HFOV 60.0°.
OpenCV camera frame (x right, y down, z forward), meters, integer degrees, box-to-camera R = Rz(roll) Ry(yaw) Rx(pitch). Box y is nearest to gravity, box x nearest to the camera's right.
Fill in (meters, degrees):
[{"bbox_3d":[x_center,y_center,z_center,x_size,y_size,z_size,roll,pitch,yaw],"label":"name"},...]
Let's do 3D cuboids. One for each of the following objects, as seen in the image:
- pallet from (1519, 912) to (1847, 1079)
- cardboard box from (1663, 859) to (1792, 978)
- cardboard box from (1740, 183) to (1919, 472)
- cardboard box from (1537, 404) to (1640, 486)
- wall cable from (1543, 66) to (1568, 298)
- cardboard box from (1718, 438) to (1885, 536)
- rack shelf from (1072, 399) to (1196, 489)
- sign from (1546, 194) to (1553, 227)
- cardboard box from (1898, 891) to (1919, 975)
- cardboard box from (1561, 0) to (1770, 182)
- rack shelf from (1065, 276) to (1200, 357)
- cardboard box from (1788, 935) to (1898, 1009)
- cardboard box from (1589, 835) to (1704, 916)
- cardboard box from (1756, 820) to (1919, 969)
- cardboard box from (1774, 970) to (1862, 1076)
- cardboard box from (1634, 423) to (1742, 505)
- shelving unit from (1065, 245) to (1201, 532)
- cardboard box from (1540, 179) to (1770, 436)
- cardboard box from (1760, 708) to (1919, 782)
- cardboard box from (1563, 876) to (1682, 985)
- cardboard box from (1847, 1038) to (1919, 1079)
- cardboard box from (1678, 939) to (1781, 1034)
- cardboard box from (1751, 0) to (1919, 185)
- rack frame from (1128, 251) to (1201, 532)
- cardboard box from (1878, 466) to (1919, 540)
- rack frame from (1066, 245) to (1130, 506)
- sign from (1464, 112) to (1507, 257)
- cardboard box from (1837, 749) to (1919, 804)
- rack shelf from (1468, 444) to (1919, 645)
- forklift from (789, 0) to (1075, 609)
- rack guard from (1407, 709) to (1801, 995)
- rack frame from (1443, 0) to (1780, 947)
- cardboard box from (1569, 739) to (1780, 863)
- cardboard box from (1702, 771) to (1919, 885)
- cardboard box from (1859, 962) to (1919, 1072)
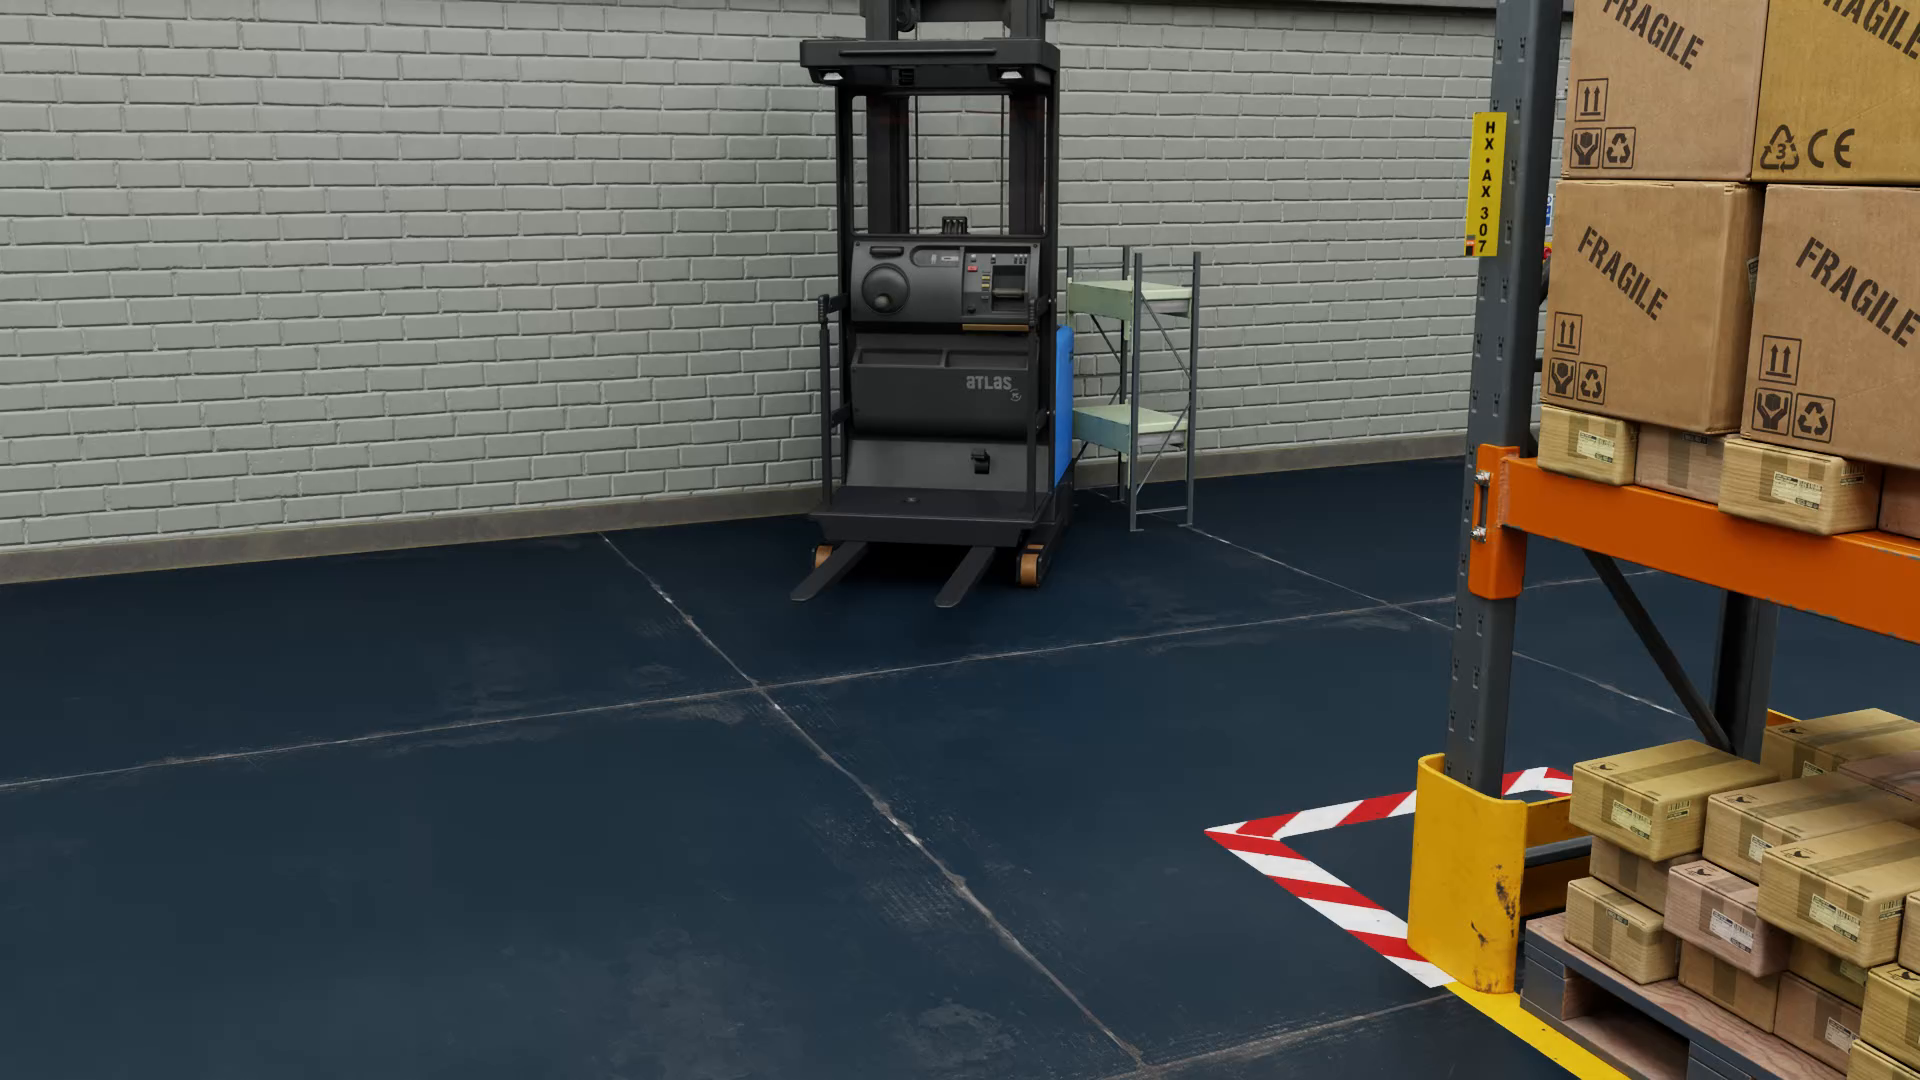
[{"bbox_3d":[2.039,1.096,3.665,1.003,0.211,1.213,-6,14,-23],"label":"pallet"},{"bbox_3d":[1.748,0.784,3.564,0.380,0.149,0.250,-6,14,-23],"label":"cardboard box"},{"bbox_3d":[1.880,-0.417,3.136,0.500,0.500,0.500,-6,14,-23],"label":"cardboard box"},{"bbox_3d":[1.545,-0.230,3.769,0.380,0.149,0.250,-6,14,-23],"label":"cardboard box"},{"bbox_3d":[3.930,-2.590,11.086,0.585,1.953,0.123,-6,14,-23],"label":"wall cable"},{"bbox_3d":[1.744,-0.121,3.297,0.380,0.149,0.250,-6,14,-25],"label":"cardboard box"},{"bbox_3d":[0.945,-0.551,9.368,0.431,0.370,0.720,-6,14,-25],"label":"rack shelf"},{"bbox_3d":[3.862,-2.220,11.209,0.327,0.218,0.001,-6,14,-23],"label":"sign"},{"bbox_3d":[1.993,0.738,3.101,0.380,0.149,0.250,-6,14,-26],"label":"cardboard box"},{"bbox_3d":[1.652,-1.013,3.496,0.500,0.500,0.500,-6,14,-23],"label":"cardboard box"},{"bbox_3d":[0.945,-1.248,9.207,0.431,0.370,0.720,-6,14,-25],"label":"rack shelf"},{"bbox_3d":[1.927,0.826,3.380,0.380,0.149,0.250,-5,14,-22],"label":"cardboard box"},{"bbox_3d":[1.690,0.722,3.830,0.380,0.149,0.250,-5,14,-21],"label":"cardboard box"},{"bbox_3d":[1.818,0.694,3.290,0.380,0.149,0.250,-6,14,-23],"label":"cardboard box"},{"bbox_3d":[1.918,0.970,3.418,0.380,0.149,0.250,-5,14,-22],"label":"cardboard box"},{"bbox_3d":[1.685,-0.181,3.558,0.380,0.149,0.250,-5,14,-21],"label":"cardboard box"},{"bbox_3d":[0.945,-0.868,9.295,0.431,1.500,0.755,-6,14,-25],"label":"shelving unit"},{"bbox_3d":[1.642,-0.525,3.604,0.500,0.500,0.500,-5,14,-20],"label":"cardboard box"},{"bbox_3d":[2.160,0.532,3.991,0.380,0.149,0.250,-5,14,-22],"label":"cardboard box"},{"bbox_3d":[1.632,0.872,3.839,0.380,0.149,0.250,-5,14,-22],"label":"cardboard box"},{"bbox_3d":[1.920,1.033,3.147,0.380,0.149,0.250,-5,14,-22],"label":"cardboard box"},{"bbox_3d":[1.812,0.919,3.637,0.380,0.149,0.250,-6,14,-23],"label":"cardboard box"},{"bbox_3d":[1.860,-0.909,3.048,0.500,0.500,0.500,-5,14,-21],"label":"cardboard box"},{"bbox_3d":[1.102,-0.794,8.973,0.400,1.500,0.023,-6,14,-25],"label":"rack frame"},{"bbox_3d":[1.973,-0.080,3.119,0.380,0.149,0.250,-5,14,-20],"label":"cardboard box"},{"bbox_3d":[0.788,-0.943,9.617,0.400,1.500,0.023,-6,14,-25],"label":"rack frame"},{"bbox_3d":[1.218,-0.822,3.848,0.100,0.325,0.005,-6,14,-23],"label":"sign"},{"bbox_3d":[2.208,0.589,3.744,0.380,0.149,0.250,-5,14,-22],"label":"cardboard box"},{"bbox_3d":[2.517,0.315,2.453,1.077,0.370,4.000,-6,14,-23],"label":"rack shelf"},{"bbox_3d":[-0.107,-1.289,7.938,1.130,2.935,3.031,2,13,10],"label":"forklift"},{"bbox_3d":[1.746,0.785,4.371,1.175,0.500,0.348,-6,14,-23],"label":"rack guard"},{"bbox_3d":[1.715,-0.449,4.157,1.000,3.000,0.127,-6,14,-23],"label":"rack frame"},{"bbox_3d":[1.614,0.584,3.764,0.380,0.149,0.250,-6,14,-26],"label":"cardboard box"},{"bbox_3d":[1.835,0.631,3.565,0.380,0.149,0.250,-5,14,-22],"label":"cardboard box"},{"bbox_3d":[1.931,0.889,3.108,0.380,0.149,0.250,-5,14,-21],"label":"cardboard box"}]
